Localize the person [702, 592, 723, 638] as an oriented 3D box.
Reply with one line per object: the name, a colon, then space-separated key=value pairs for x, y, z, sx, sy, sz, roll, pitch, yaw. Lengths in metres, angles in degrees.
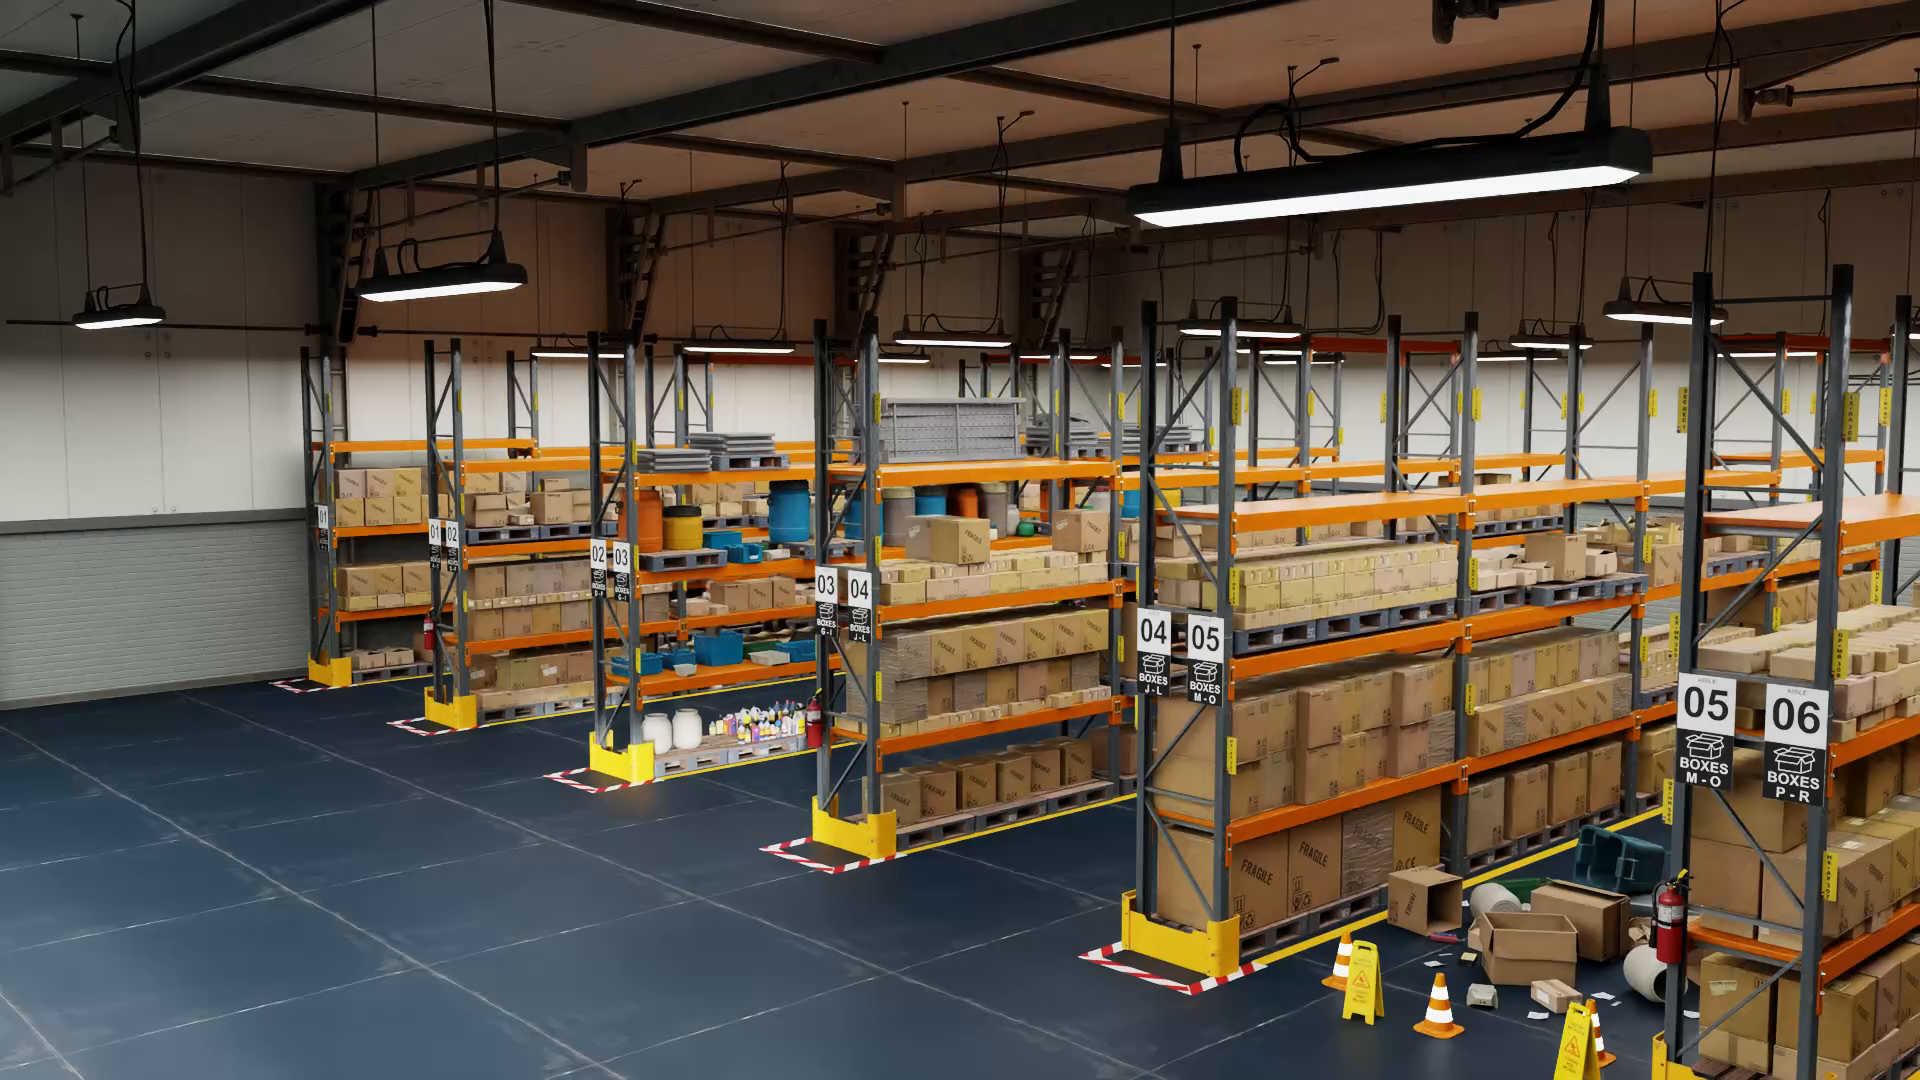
person: x=-4.687 y=1.680 z=31.595 sx=0.423 sy=1.409 sz=0.444 roll=2 pitch=5 yaw=19

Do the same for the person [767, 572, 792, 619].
person: x=-3.680 y=1.348 z=33.544 sx=0.739 sy=1.823 sz=0.749 roll=4 pitch=7 yaw=39
